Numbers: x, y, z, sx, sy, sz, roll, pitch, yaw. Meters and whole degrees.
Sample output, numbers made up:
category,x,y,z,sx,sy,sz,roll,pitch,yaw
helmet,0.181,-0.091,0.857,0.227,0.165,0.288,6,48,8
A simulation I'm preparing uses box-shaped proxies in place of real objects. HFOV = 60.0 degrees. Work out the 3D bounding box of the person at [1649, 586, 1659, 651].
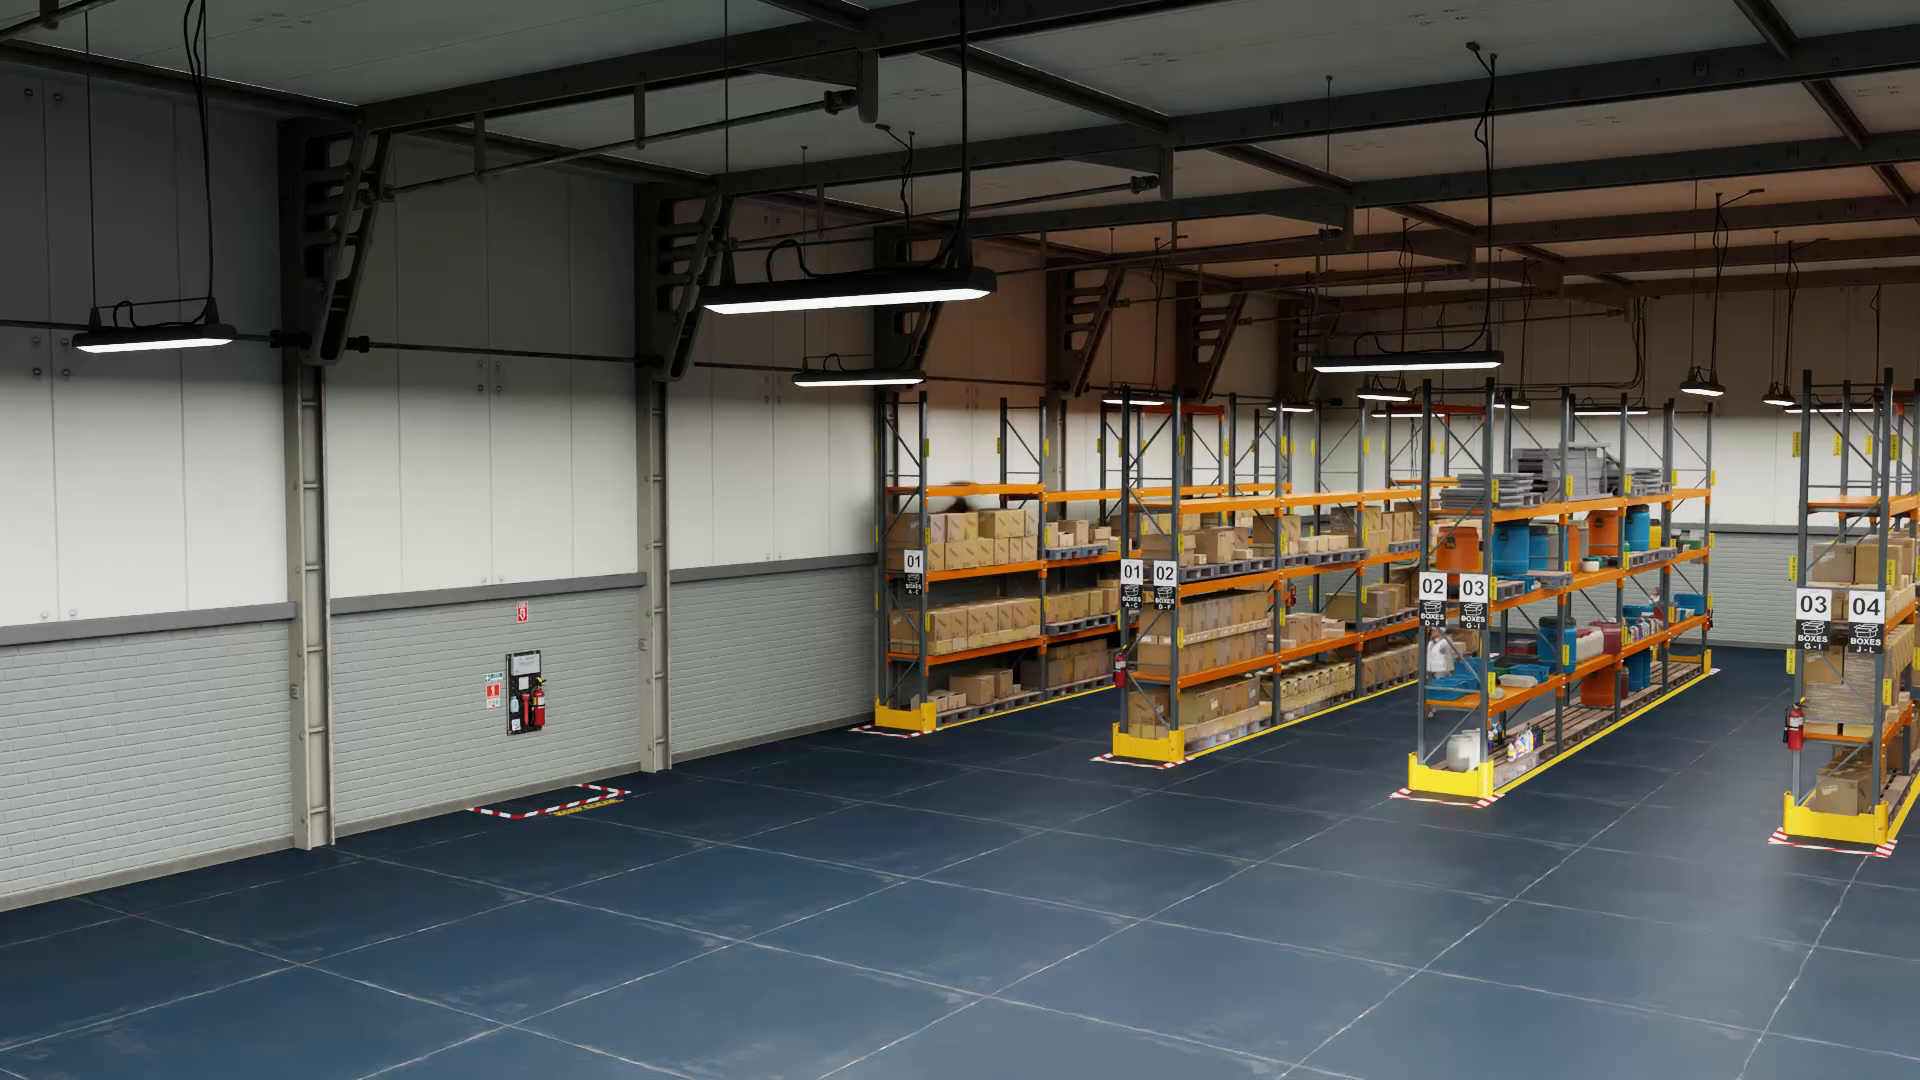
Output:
category,x,y,z,sx,sy,sz,roll,pitch,yaw
person,17.152,1.947,40.966,0.420,1.612,0.513,1,3,22

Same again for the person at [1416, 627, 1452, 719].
category,x,y,z,sx,sy,sz,roll,pitch,yaw
person,8.819,2.419,30.913,0.634,1.736,0.977,3,4,40
